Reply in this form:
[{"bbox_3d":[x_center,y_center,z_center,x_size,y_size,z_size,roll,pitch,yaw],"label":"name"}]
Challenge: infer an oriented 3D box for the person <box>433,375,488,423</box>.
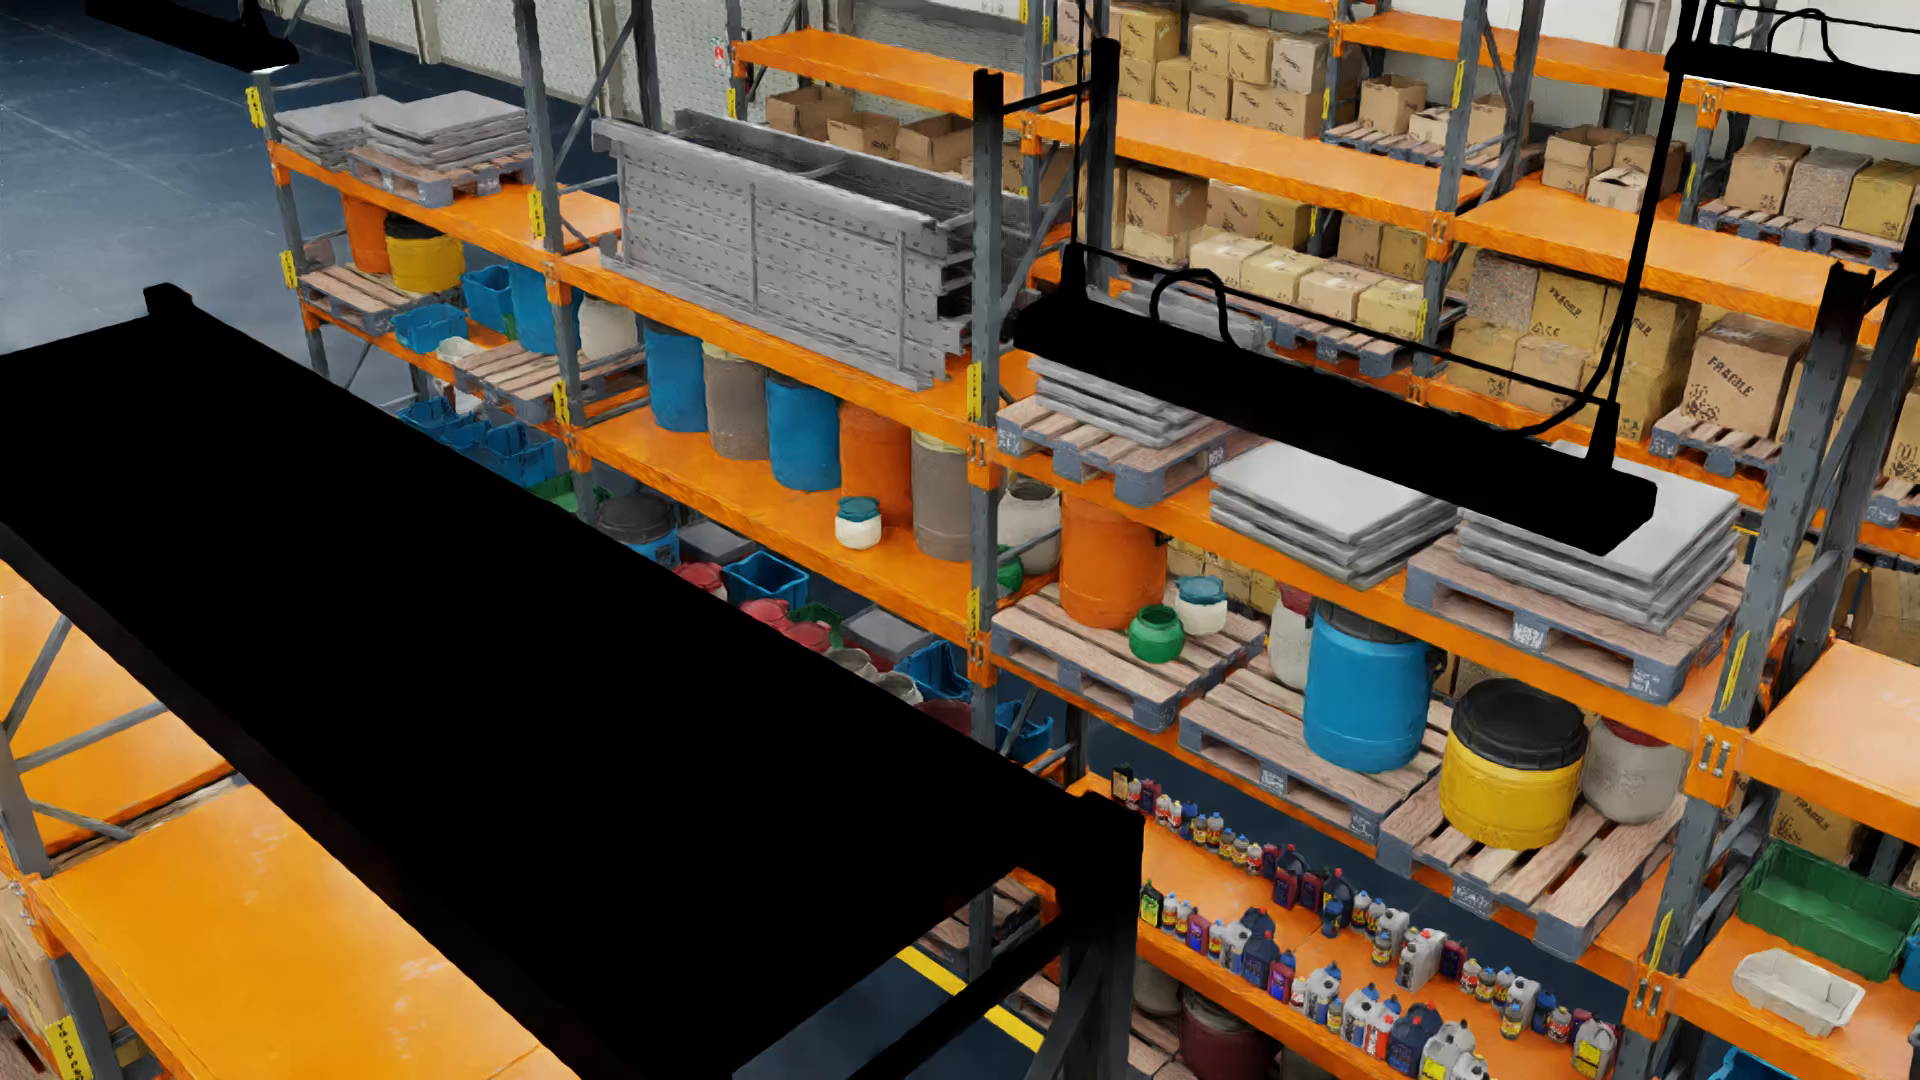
[{"bbox_3d":[-5.069,-1.359,16.903,0.809,1.698,0.713,13,32,21],"label":"person"}]
